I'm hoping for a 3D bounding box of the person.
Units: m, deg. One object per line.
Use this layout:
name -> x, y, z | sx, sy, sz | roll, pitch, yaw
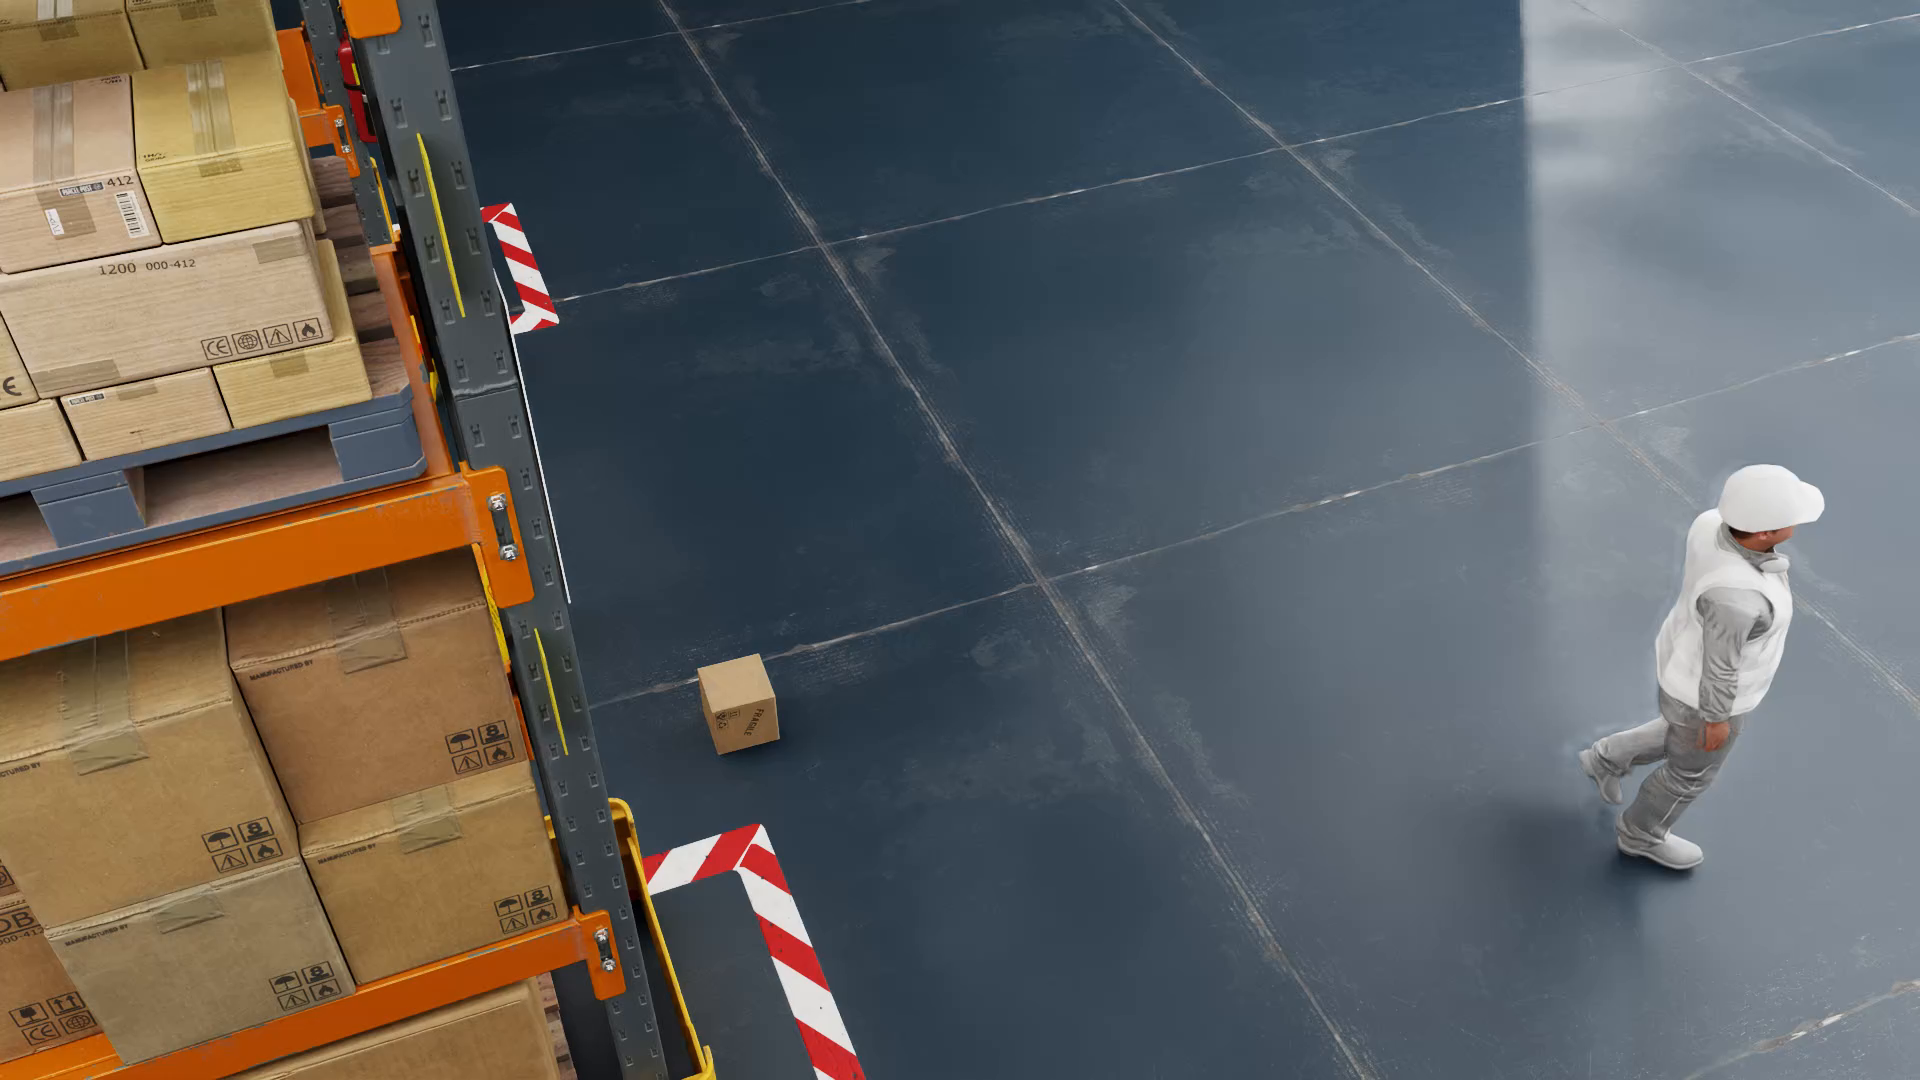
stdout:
person -> 2.498, 0.439, 5.608 | 0.493, 1.763, 0.534 | 11, 43, 13
